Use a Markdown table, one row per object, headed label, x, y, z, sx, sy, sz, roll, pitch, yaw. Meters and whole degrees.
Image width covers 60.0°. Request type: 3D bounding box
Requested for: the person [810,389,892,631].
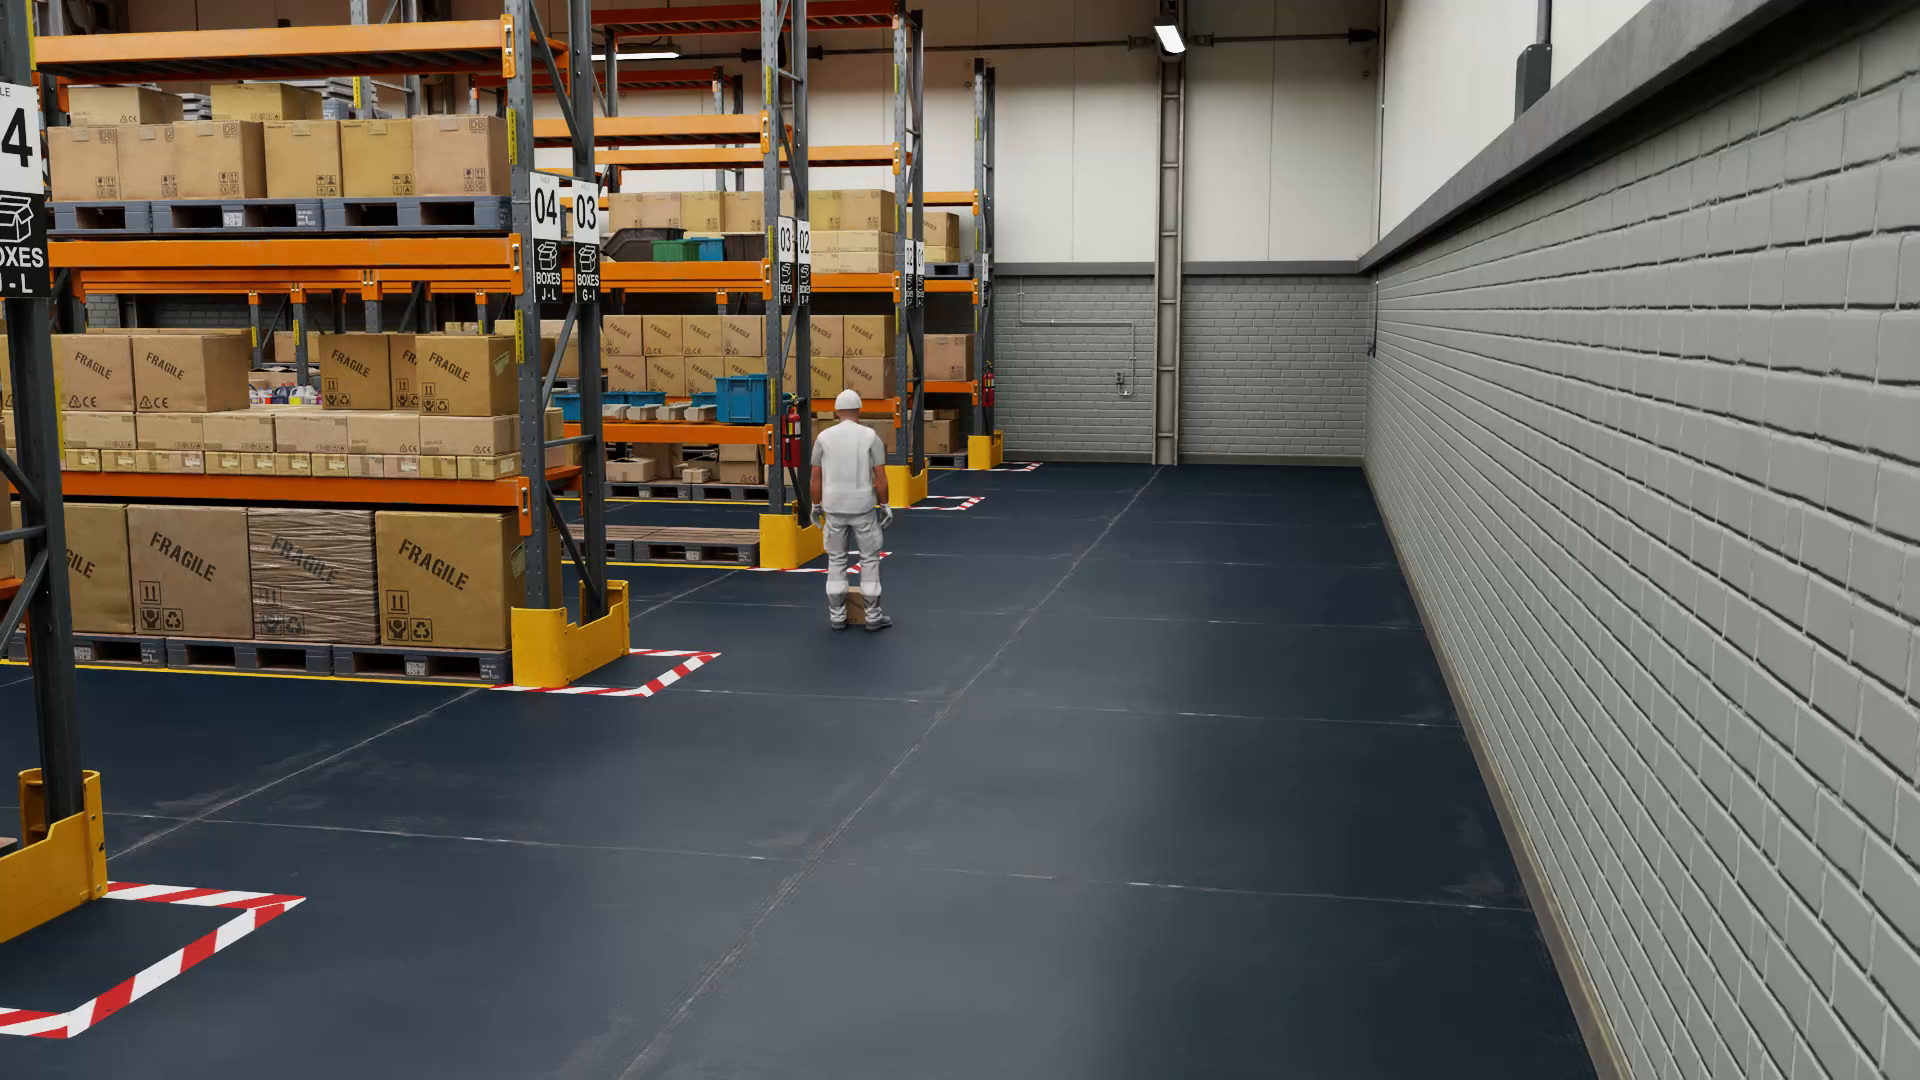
| label | x | y | z | sx | sy | sz | roll | pitch | yaw |
| --- | --- | --- | --- | --- | --- | --- | --- | --- | --- |
| person | -0.814 | -0.226 | 12.385 | 0.620 | 1.781 | 0.445 | 1 | 8 | 8 |
